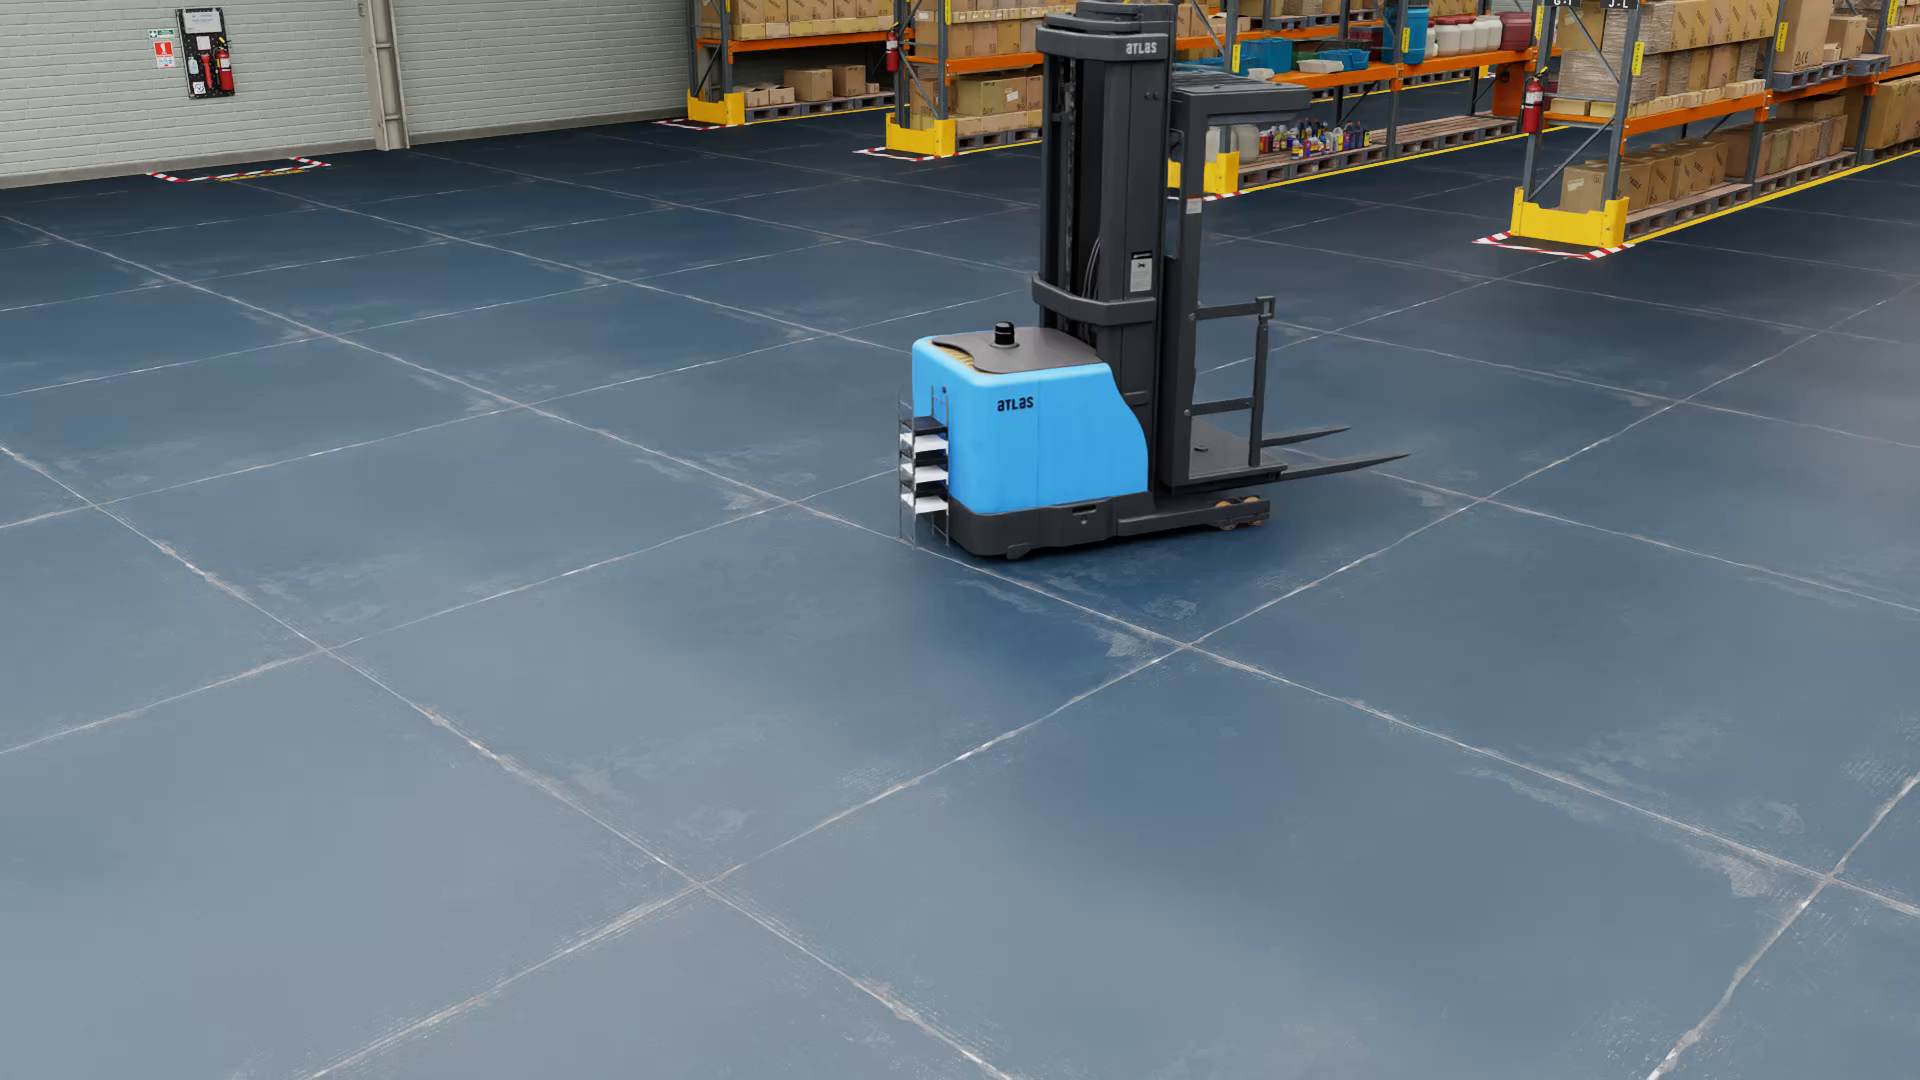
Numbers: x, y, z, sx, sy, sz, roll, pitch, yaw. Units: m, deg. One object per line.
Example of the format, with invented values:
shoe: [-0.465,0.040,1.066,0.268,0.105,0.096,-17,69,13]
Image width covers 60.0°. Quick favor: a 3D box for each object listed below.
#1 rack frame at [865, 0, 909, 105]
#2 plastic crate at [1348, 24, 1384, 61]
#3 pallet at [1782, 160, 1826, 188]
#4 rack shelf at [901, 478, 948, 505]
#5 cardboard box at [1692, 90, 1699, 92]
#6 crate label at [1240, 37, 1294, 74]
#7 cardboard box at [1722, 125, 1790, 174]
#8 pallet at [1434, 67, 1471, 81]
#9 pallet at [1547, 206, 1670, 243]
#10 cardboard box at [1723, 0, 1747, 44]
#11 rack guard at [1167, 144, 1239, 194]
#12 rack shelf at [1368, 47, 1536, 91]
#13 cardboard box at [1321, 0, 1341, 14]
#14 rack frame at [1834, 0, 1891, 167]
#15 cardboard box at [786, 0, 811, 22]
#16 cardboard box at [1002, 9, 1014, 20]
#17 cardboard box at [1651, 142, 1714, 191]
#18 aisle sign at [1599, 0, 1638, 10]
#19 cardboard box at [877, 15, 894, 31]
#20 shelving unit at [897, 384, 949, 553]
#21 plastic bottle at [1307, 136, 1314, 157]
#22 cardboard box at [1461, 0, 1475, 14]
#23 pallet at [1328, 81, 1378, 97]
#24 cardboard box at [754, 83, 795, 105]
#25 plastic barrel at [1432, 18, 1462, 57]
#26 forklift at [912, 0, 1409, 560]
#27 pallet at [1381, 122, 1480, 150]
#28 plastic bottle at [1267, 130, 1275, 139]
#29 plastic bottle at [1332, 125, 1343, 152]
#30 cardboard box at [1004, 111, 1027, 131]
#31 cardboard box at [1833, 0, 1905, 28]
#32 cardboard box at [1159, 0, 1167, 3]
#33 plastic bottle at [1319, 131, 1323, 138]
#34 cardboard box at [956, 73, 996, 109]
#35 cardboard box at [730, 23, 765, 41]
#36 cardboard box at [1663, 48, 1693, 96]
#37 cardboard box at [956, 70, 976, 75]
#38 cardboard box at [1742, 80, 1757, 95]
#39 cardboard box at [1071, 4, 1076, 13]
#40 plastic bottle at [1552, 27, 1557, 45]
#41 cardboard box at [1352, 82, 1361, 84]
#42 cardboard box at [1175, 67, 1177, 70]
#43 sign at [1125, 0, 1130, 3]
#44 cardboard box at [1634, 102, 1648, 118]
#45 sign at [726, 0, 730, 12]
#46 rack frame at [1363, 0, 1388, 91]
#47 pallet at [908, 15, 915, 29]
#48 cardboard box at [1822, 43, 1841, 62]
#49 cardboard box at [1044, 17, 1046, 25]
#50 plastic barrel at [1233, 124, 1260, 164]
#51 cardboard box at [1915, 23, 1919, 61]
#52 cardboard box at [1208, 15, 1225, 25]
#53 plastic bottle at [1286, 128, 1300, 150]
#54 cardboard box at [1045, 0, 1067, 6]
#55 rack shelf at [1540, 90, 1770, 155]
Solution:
rack frame: [-1.328,-9.398,29.844,1.000,3.000,0.127,19,28,41]
plastic crate: [5.889,-7.149,23.904,0.402,0.464,0.583,19,28,41]
pallet: [10.712,-4.893,22.009,1.003,0.211,1.213,19,28,41]
rack shelf: [-0.207,-0.285,9.404,0.200,0.077,0.258,-9,23,-22]
cardboard box: [8.094,-5.005,18.767,0.380,0.149,0.250,19,28,41]
crate label: [4.070,-6.447,22.118,0.502,0.435,0.616,19,28,41]
cardboard box: [10.109,-4.987,21.240,0.700,0.500,0.500,19,28,40]
pallet: [9.987,-9.717,34.562,1.003,0.211,1.213,19,28,41]
pallet: [7.174,-3.568,18.564,1.003,0.211,1.213,19,28,41]
cardboard box: [8.505,-5.889,18.768,0.500,0.500,0.500,19,28,41]
rack guard: [2.999,-4.754,21.248,1.175,0.500,0.348,19,28,41]
rack shelf: [7.166,-7.096,24.859,1.077,0.370,4.000,19,28,41]
cardboard box: [6.617,-9.988,30.656,0.700,0.500,0.500,12,24,27]
rack frame: [12.110,-6.707,22.843,1.000,3.000,0.127,19,28,41]
cardboard box: [-2.853,-8.962,27.847,0.500,0.500,0.500,18,27,39]
cardboard box: [0.581,-7.793,24.625,0.380,0.149,0.250,18,27,39]
cardboard box: [8.617,-4.466,19.911,0.500,0.500,0.500,-11,23,-25]
aisle sign: [6.701,-5.773,16.789,0.394,0.787,0.004,19,28,41]
cardboard box: [-1.441,-9.139,29.353,0.500,0.250,0.500,19,28,41]
shelving unit: [-0.207,-0.400,9.360,0.210,0.900,0.258,-9,23,-22]
plastic bottle: [4.707,-5.298,22.367,0.097,0.271,0.097,0,21,0]
cardboard box: [10.119,-10.973,33.802,0.500,0.500,0.500,20,28,41]
pallet: [7.265,-8.695,31.903,1.003,0.211,1.213,19,28,41]
cardboard box: [-3.173,-7.622,28.358,0.500,0.311,0.500,-17,27,-38]
plastic barrel: [7.107,-7.361,24.356,0.433,0.535,0.433,0,21,0]
forklift: [1.274,-1.589,9.622,3.031,2.935,1.130,-9,23,-22]
pallet: [7.142,-6.143,25.263,1.003,0.211,1.213,19,28,41]
plastic bottle: [4.239,-5.499,22.885,0.152,0.276,0.135,18,28,39]
plastic bottle: [5.169,-5.517,22.826,0.144,0.351,0.185,19,28,40]
cardboard box: [0.663,-6.383,25.248,0.500,0.250,0.500,19,28,41]
cardboard box: [12.631,-7.406,23.123,0.637,0.503,0.797,-19,28,-40]
cardboard box: [4.112,-11.467,34.646,0.500,0.500,0.500,19,28,40]
plastic bottle: [4.976,-5.471,22.801,0.061,0.283,0.133,19,28,41]
cardboard box: [0.282,-6.866,25.460,0.500,0.500,0.500,19,28,41]
cardboard box: [-3.550,-8.355,27.312,0.500,0.250,0.500,18,28,39]
cardboard box: [7.575,-5.247,18.490,0.875,0.500,0.500,19,28,41]
cardboard box: [-0.117,-8.896,31.410,0.700,0.500,0.500,20,28,41]
cardboard box: [9.199,-5.371,19.716,0.380,0.149,0.250,19,28,41]
cardboard box: [1.651,-8.186,25.648,0.380,0.149,0.250,19,28,41]
plastic bottle: [9.417,-8.038,26.478,0.152,0.276,0.135,19,28,41]
cardboard box: [7.315,-8.930,31.499,0.500,0.500,0.500,19,28,41]
cardboard box: [3.721,-8.033,28.758,0.500,0.311,0.500,18,28,39]
sign: [2.623,-8.461,26.091,0.100,0.325,0.005,19,28,41]
cardboard box: [7.087,-4.606,17.728,0.380,0.149,0.250,19,28,41]
sign: [-3.729,-8.638,26.660,0.100,0.325,0.005,19,28,41]
rack frame: [7.805,-10.215,31.971,1.000,3.000,0.127,19,28,41]
pallet: [-0.690,-9.468,30.295,1.003,0.211,1.213,19,28,41]
cardboard box: [11.140,-6.344,21.500,0.396,0.266,0.258,18,28,39]
cardboard box: [1.203,-7.825,25.612,0.500,0.500,0.700,-20,28,-41]
plastic barrel: [3.734,-5.242,21.914,0.421,0.512,0.421,0,21,0]
cardboard box: [13.707,-7.204,23.997,0.500,0.500,0.500,19,28,41]
cardboard box: [4.252,-8.964,28.840,0.500,0.311,0.500,19,28,40]
plastic bottle: [4.606,-5.560,23.043,0.152,0.276,0.135,19,28,41]
cardboard box: [1.218,-8.437,25.396,0.700,0.500,0.500,19,28,41]
rack shelf: [7.924,-4.829,18.959,1.077,0.370,4.000,19,28,41]
